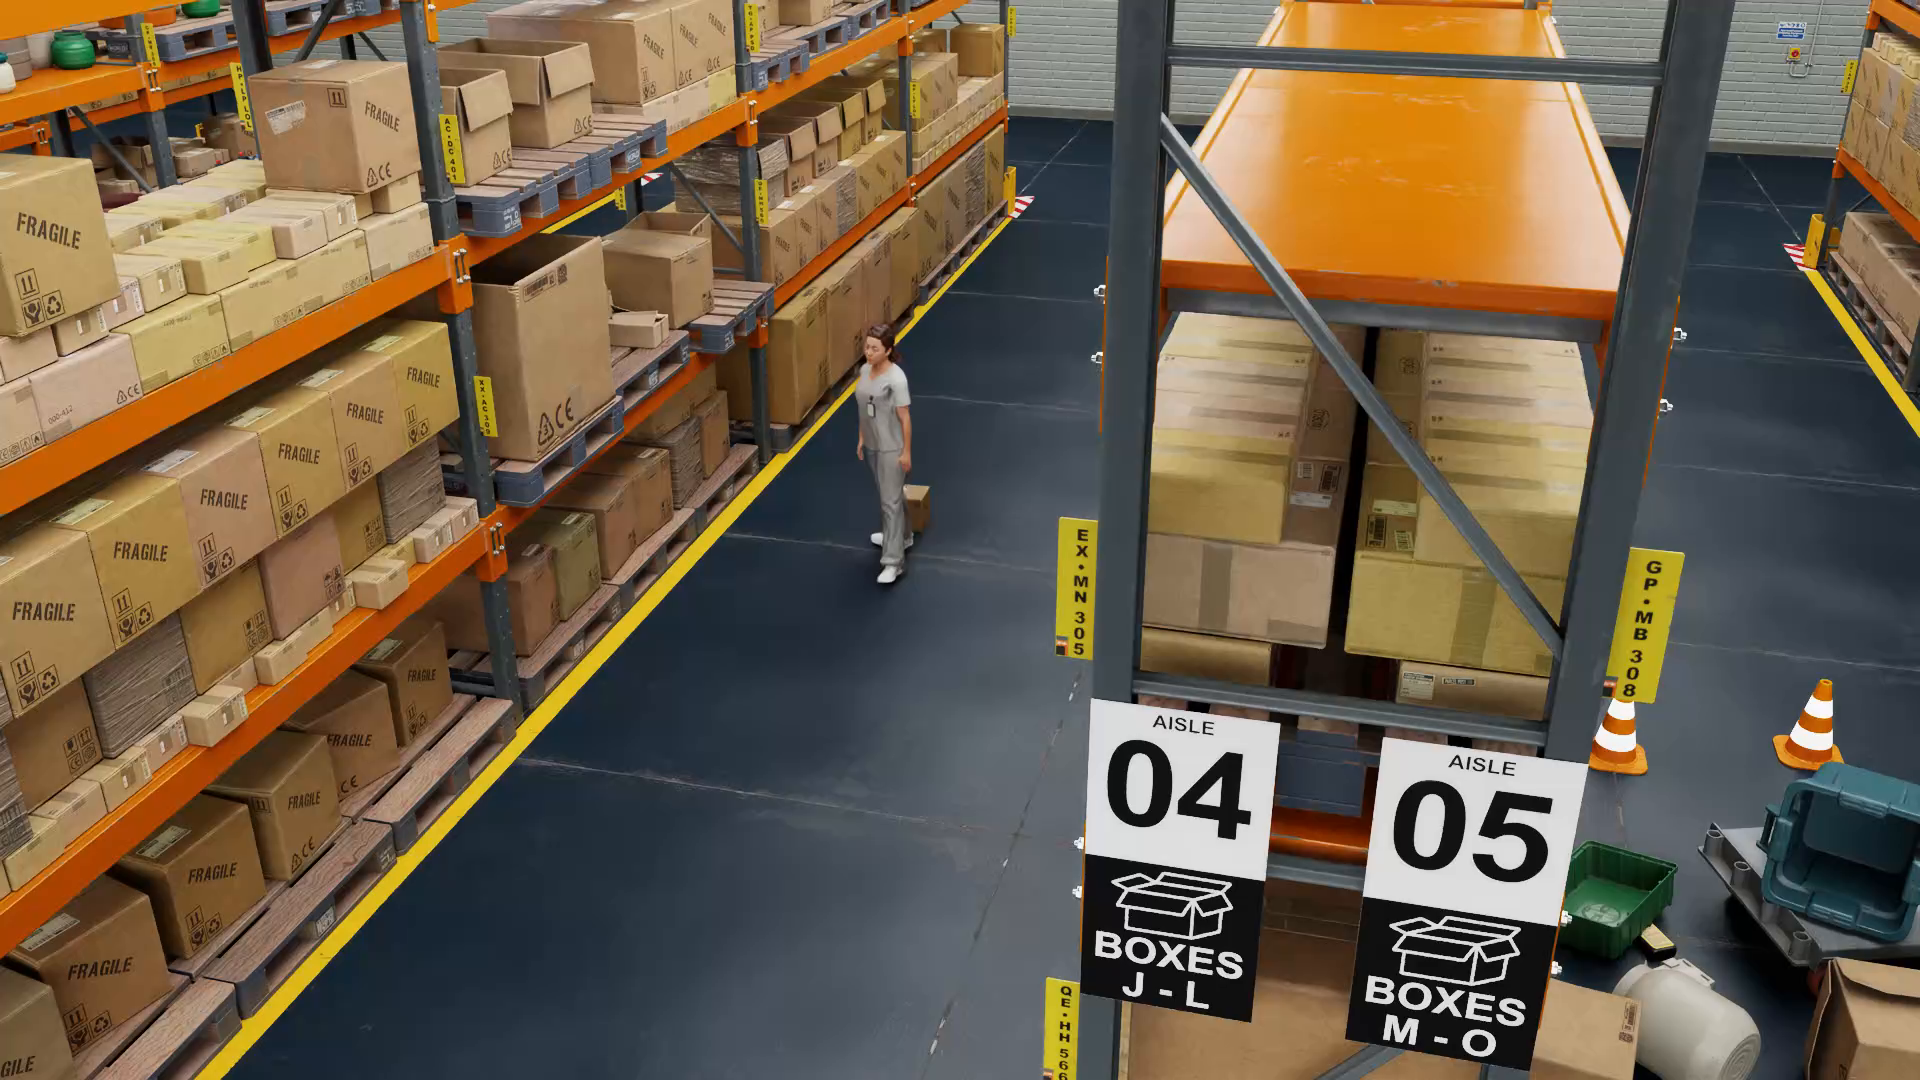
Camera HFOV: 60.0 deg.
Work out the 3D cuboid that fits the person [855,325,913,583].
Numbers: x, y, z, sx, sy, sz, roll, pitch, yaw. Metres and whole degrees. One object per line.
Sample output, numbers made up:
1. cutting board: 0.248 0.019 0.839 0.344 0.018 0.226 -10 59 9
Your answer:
1. person: -0.486 -0.603 10.928 0.581 1.659 0.681 -18 31 -33
